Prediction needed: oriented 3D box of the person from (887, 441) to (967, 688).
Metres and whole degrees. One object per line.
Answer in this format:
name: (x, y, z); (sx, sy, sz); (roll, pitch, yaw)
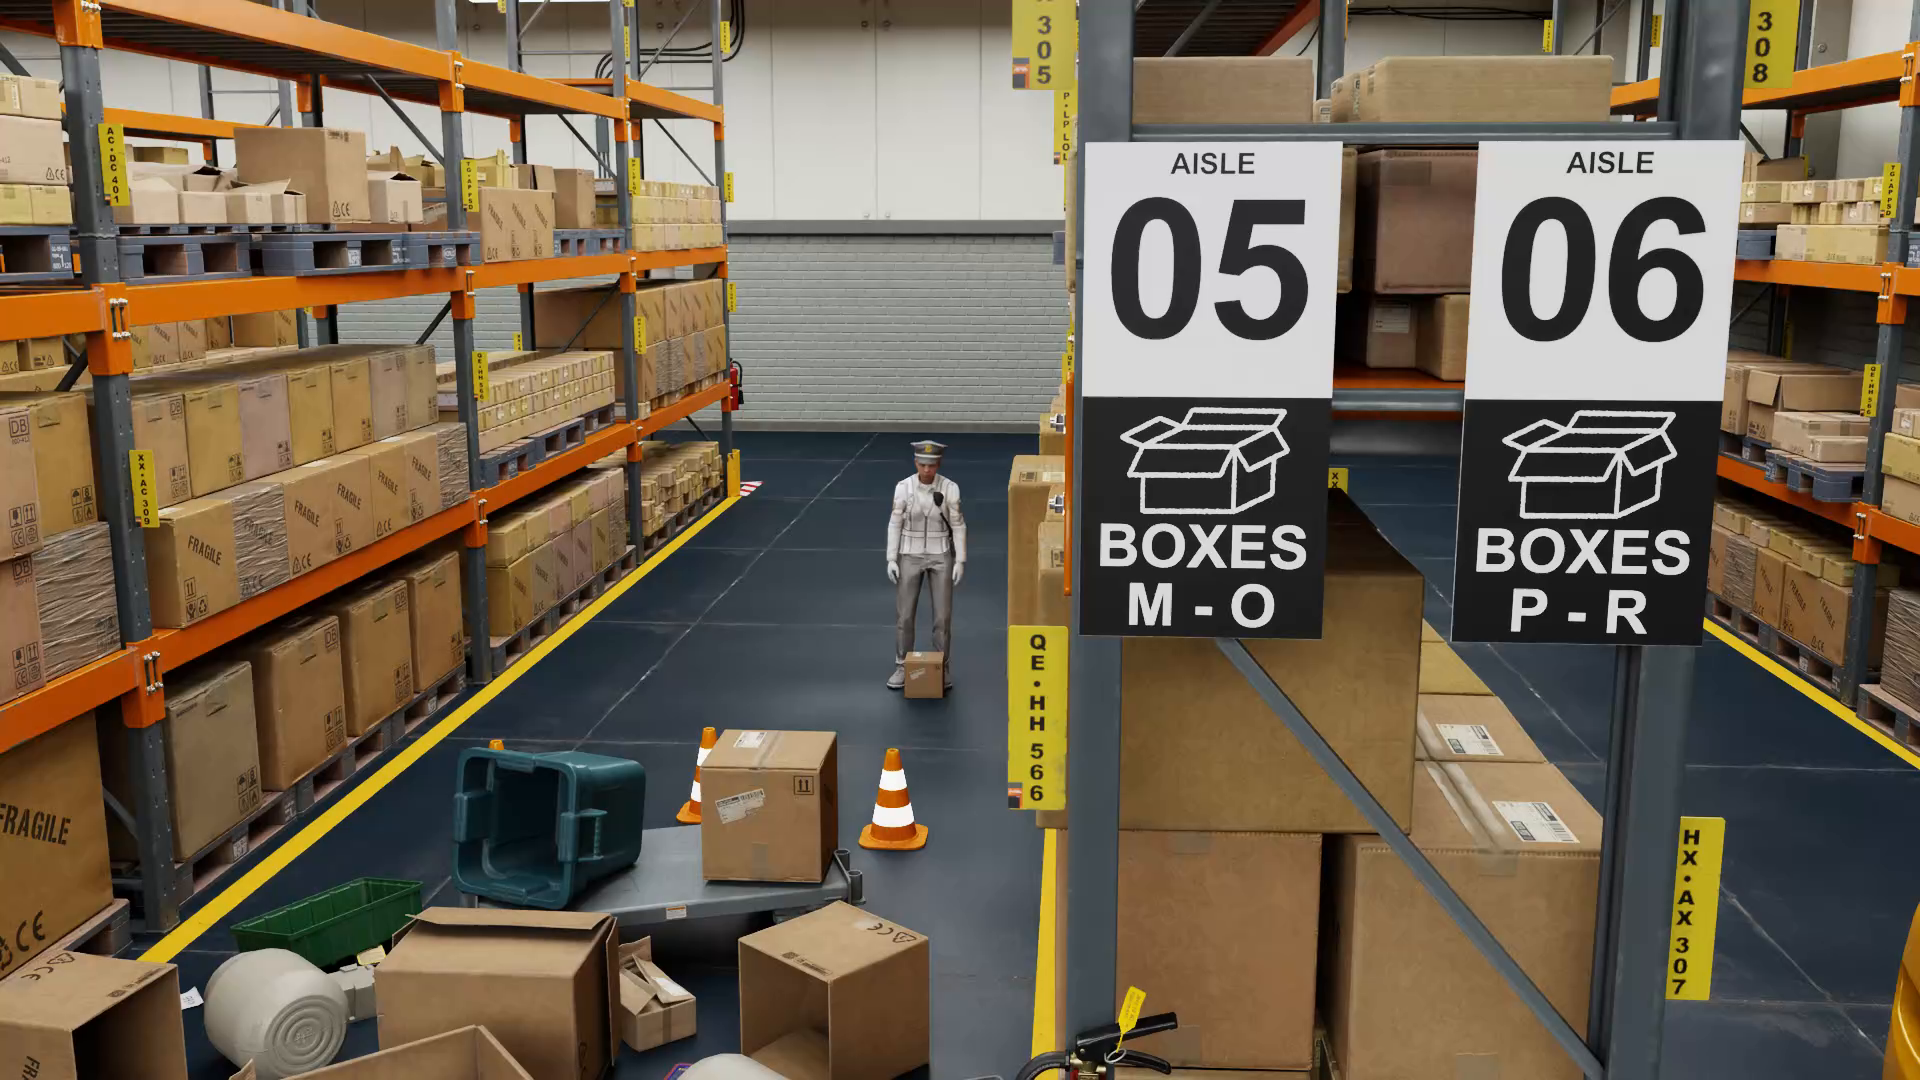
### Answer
person: (-0.223, 0.155, 11.109); (0.536, 1.663, 0.379); (1, 11, 3)
